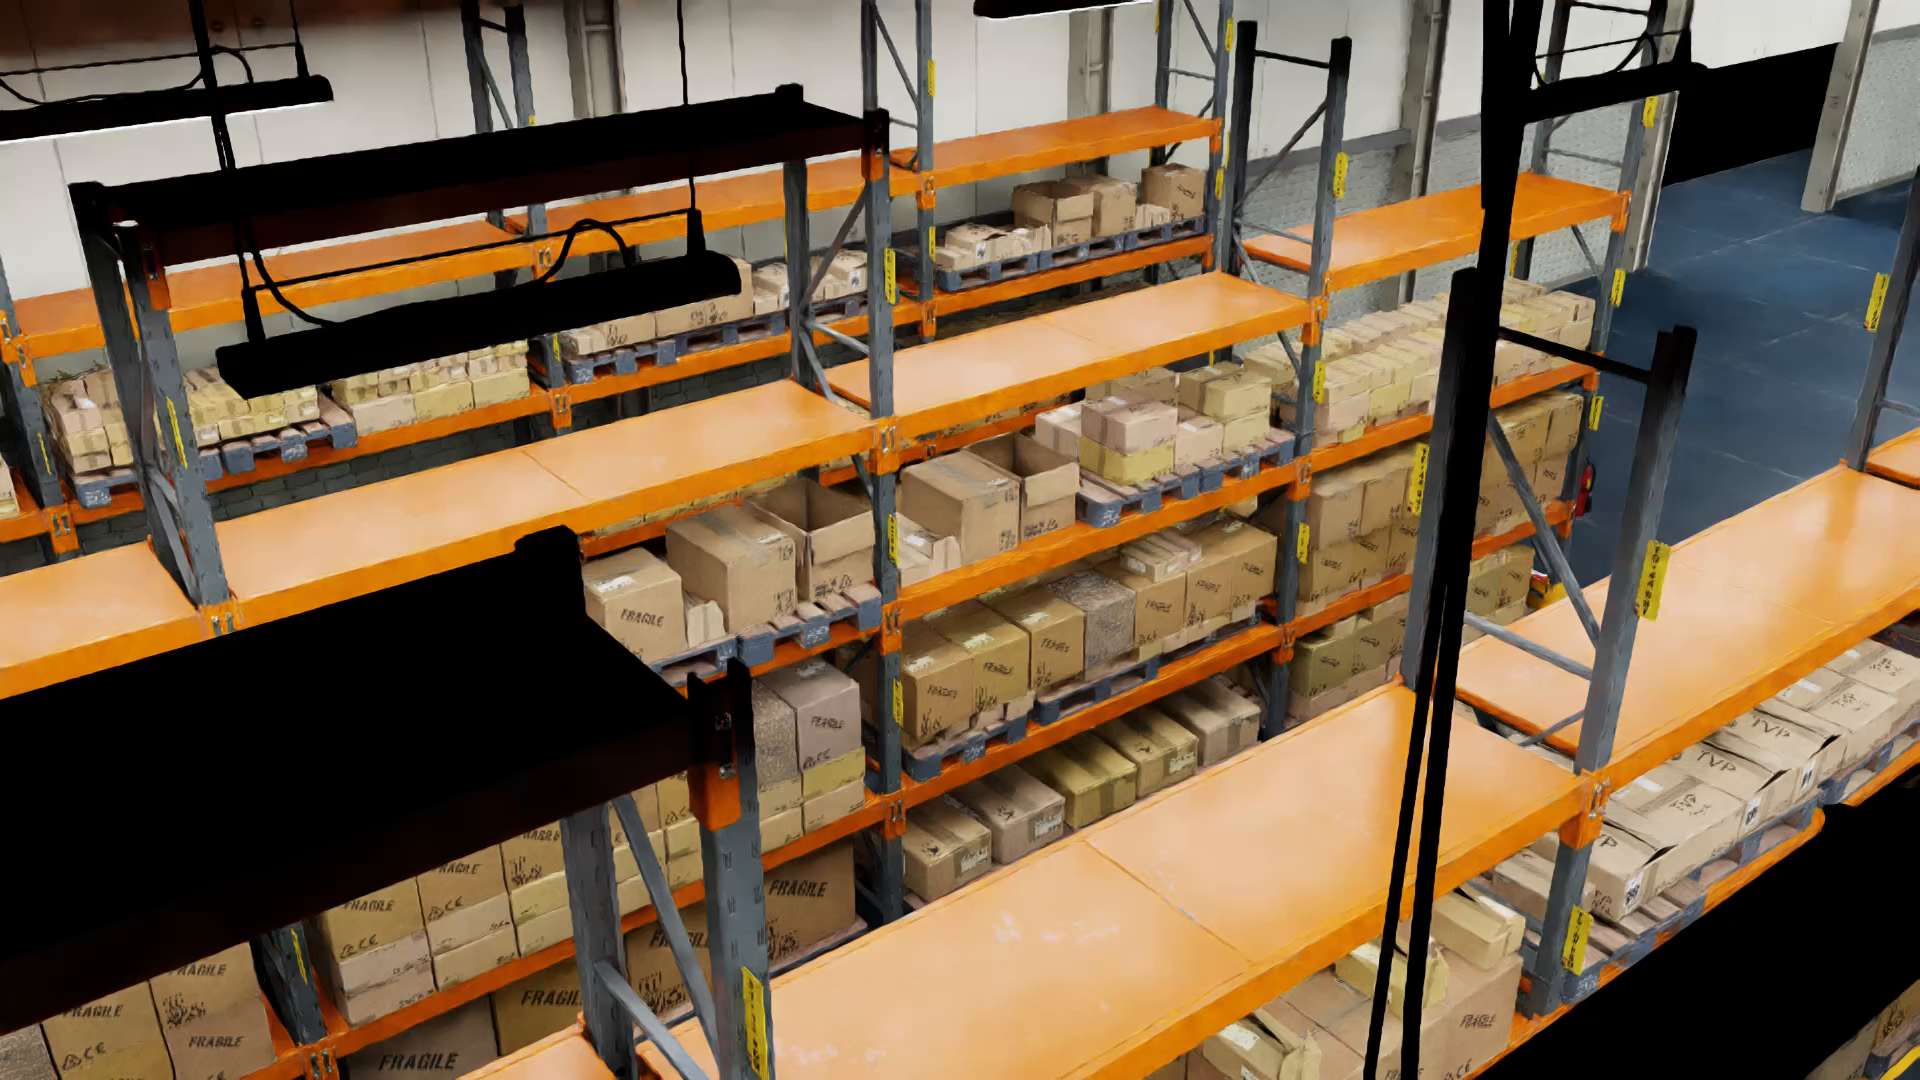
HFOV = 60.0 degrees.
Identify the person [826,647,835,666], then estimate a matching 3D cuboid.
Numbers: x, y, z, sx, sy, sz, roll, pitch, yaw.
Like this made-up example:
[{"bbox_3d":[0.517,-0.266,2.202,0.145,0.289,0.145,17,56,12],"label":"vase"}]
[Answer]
[{"bbox_3d":[-1.220,0.966,14.089,0.678,1.765,0.630,-3,26,-7],"label":"person"}]
